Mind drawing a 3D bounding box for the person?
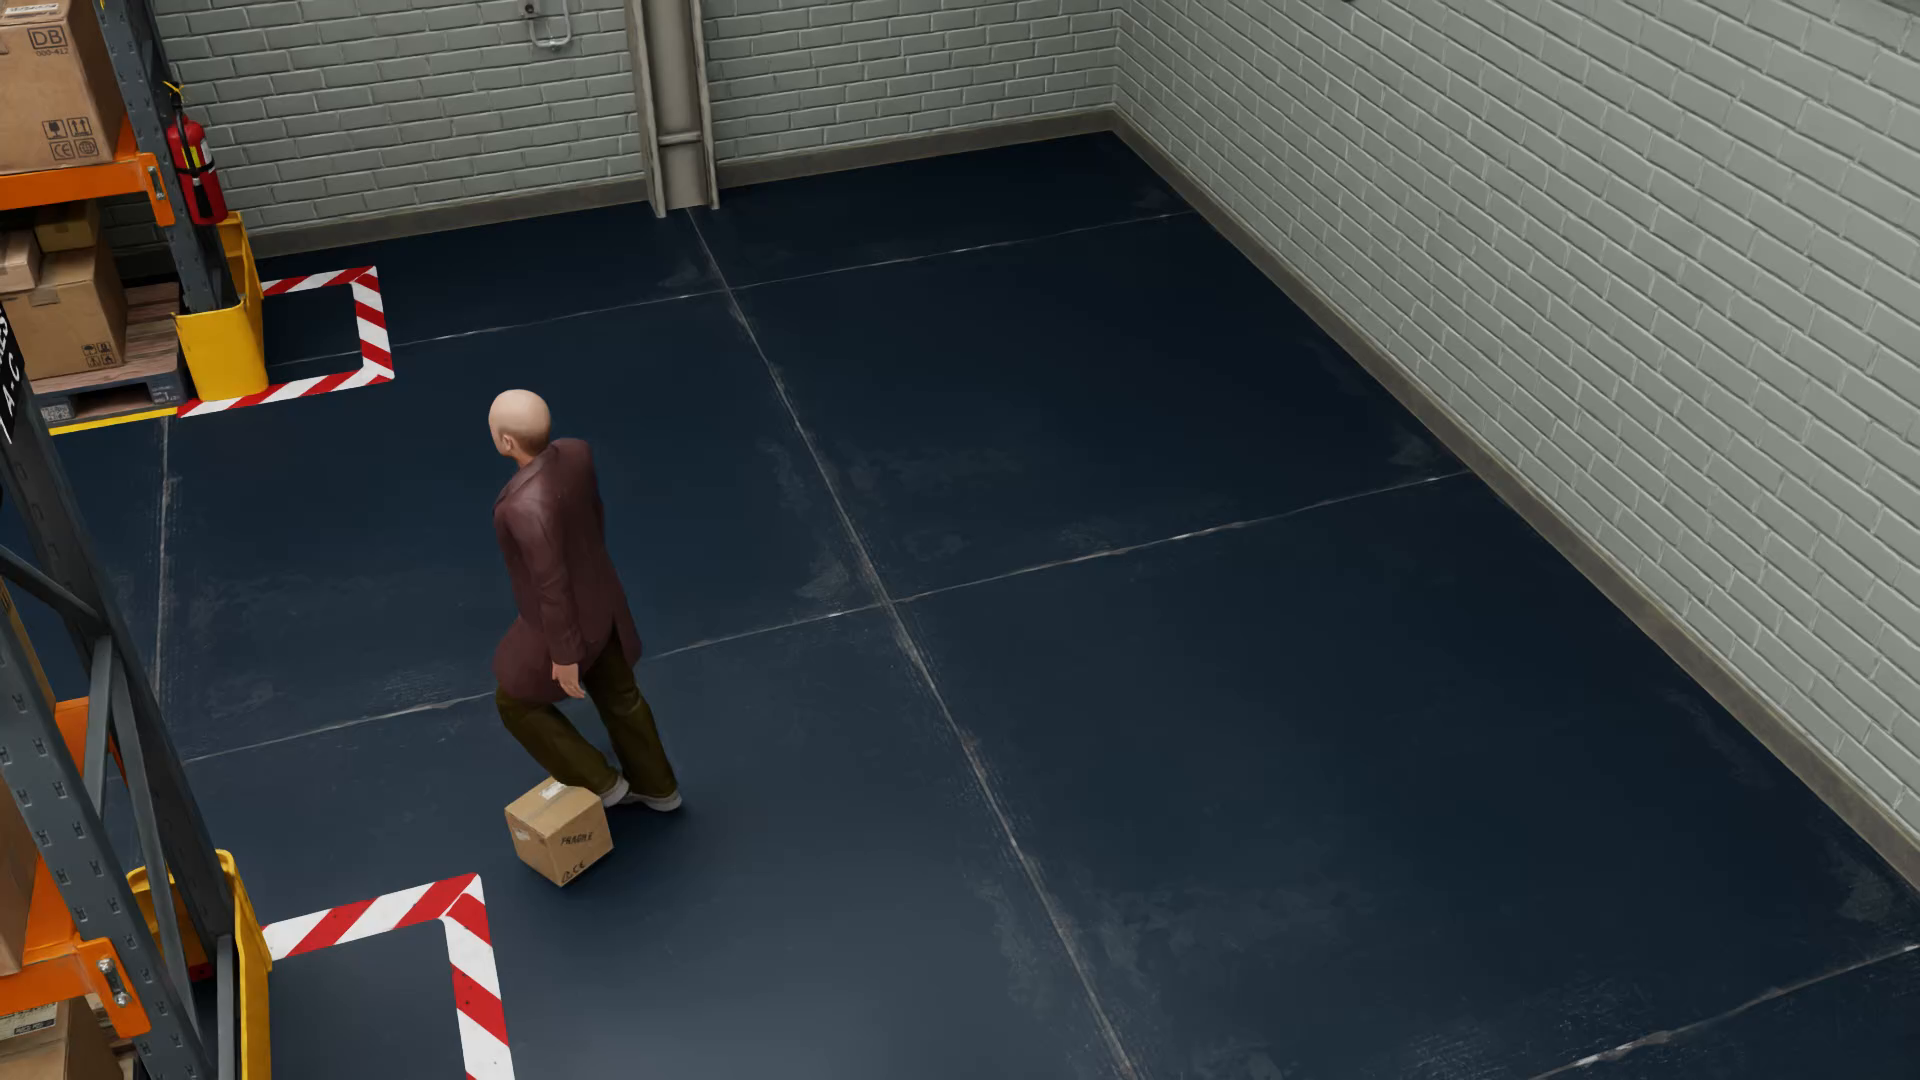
[{"bbox_3d":[-1.324,0.265,5.779,0.568,1.764,0.611,9,38,11],"label":"person"}]
